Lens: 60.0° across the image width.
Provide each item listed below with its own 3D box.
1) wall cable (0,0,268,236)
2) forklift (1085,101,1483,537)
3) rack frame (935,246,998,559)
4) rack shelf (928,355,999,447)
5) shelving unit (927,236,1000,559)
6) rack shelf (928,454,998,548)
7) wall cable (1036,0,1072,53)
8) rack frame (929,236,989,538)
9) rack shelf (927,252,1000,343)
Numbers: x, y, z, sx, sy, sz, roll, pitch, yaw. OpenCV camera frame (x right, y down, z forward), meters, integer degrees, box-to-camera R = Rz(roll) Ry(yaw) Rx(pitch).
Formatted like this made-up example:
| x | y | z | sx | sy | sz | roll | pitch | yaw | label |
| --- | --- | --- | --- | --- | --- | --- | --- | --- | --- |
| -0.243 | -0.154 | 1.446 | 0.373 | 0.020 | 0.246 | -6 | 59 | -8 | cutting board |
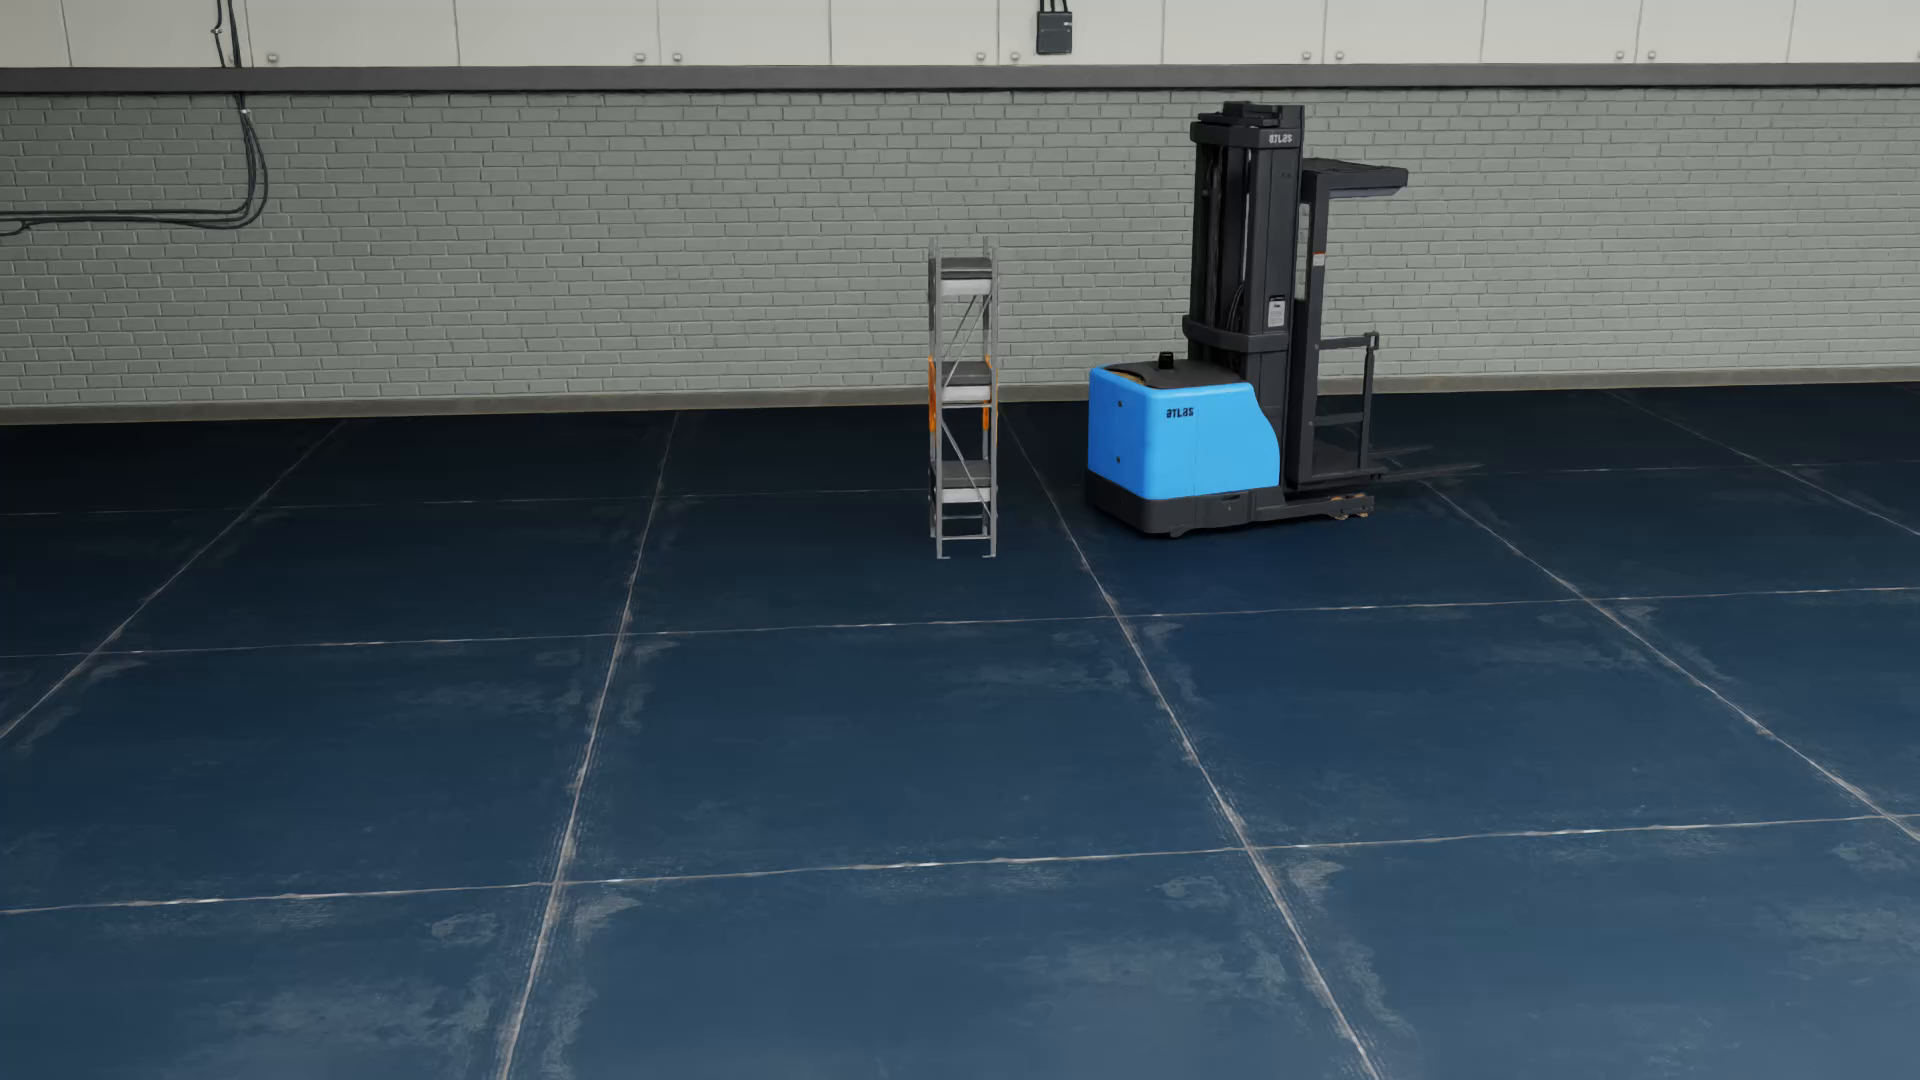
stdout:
| x | y | z | sx | sy | sz | roll | pitch | yaw | label |
| --- | --- | --- | --- | --- | --- | --- | --- | --- | --- |
| -7.604 | -3.868 | 14.157 | 3.097 | 2.526 | 0.112 | -2 | 18 | -6 | wall cable |
| 2.498 | -1.683 | 12.144 | 3.031 | 2.935 | 1.130 | -7 | 19 | -21 | forklift |
| 0.042 | -0.880 | 10.974 | 0.400 | 2.100 | 0.015 | -2 | 18 | -6 | rack frame |
| 0.017 | -0.939 | 11.210 | 0.431 | 0.518 | 0.480 | -2 | 18 | -6 | rack shelf |
| 0.017 | -0.952 | 11.205 | 0.431 | 2.100 | 0.503 | -2 | 18 | -6 | shelving unit |
| 0.017 | -0.272 | 11.419 | 0.431 | 0.518 | 0.480 | -2 | 18 | -6 | rack shelf |
| 1.841 | -7.260 | 14.102 | 2.305 | 6.003 | 0.169 | -2 | 18 | -6 | wall cable |
| -0.008 | -1.025 | 11.437 | 0.400 | 2.100 | 0.015 | -2 | 18 | -6 | rack frame |
| 0.017 | -1.607 | 11.000 | 0.431 | 0.518 | 0.480 | -2 | 18 | -6 | rack shelf |
